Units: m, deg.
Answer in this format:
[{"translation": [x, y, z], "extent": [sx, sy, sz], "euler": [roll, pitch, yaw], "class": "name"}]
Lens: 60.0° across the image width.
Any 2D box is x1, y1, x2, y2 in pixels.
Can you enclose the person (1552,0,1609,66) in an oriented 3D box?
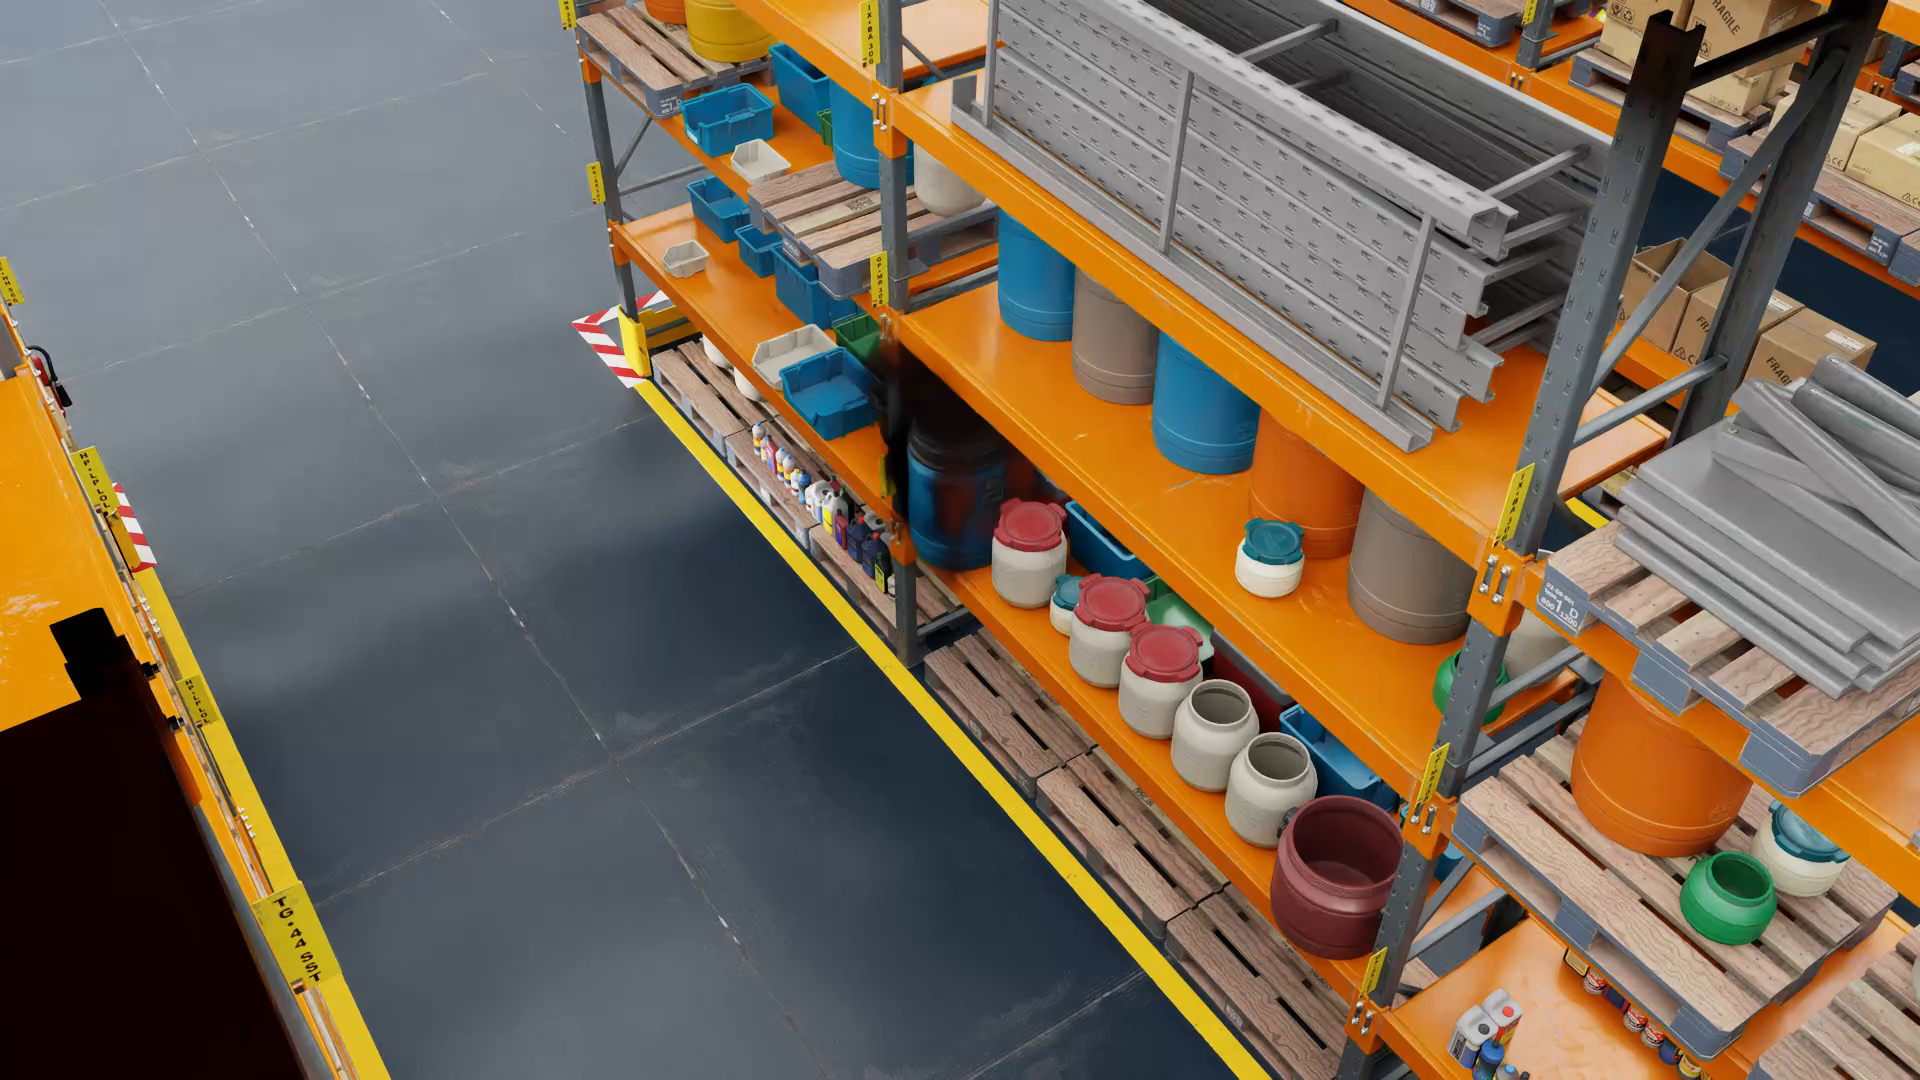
[{"translation": [5.718, -4.611, 14.971], "extent": [0.394, 1.065, 0.620], "euler": [-6, 43, -6], "class": "person"}]
